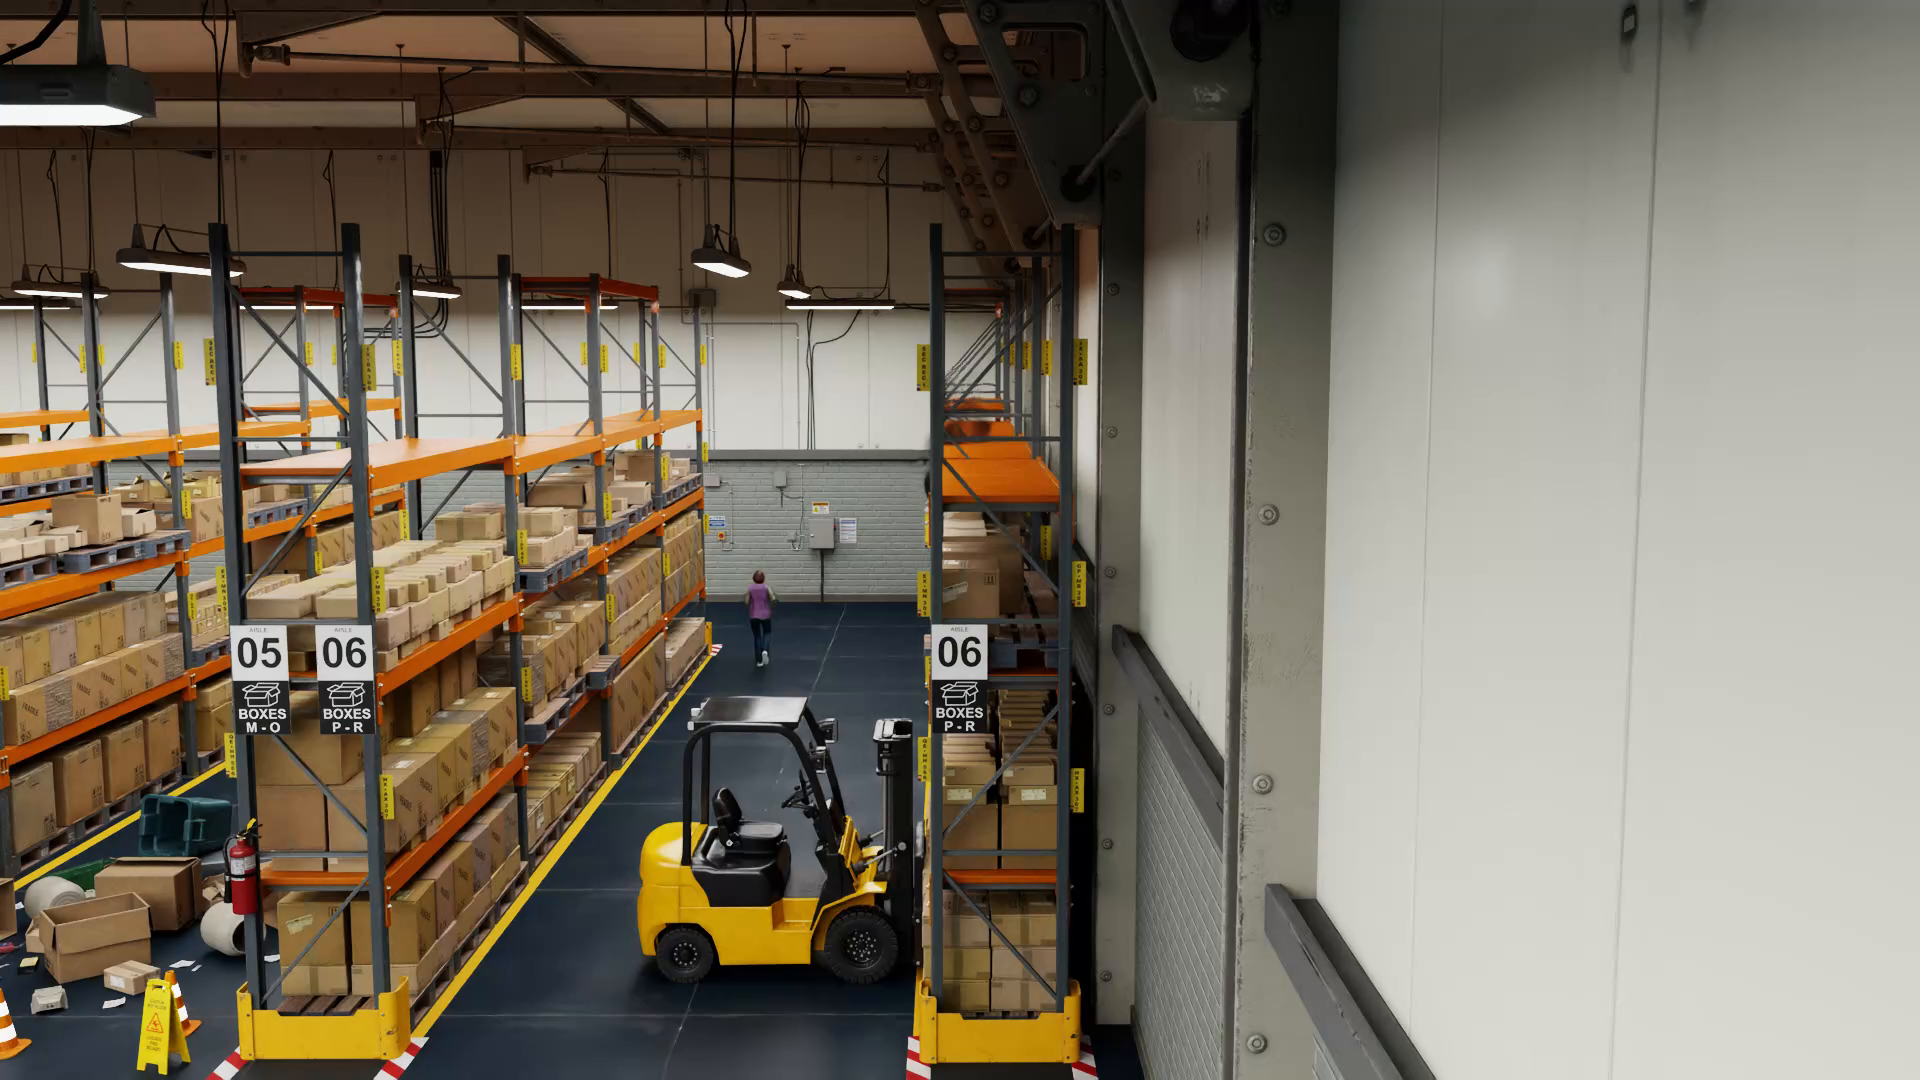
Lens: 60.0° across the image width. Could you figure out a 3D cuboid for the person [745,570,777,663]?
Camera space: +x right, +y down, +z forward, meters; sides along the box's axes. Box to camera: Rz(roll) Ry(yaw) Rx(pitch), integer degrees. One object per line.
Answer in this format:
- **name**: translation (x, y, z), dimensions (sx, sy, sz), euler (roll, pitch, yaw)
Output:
- **person**: translation (-3.214, 1.207, 26.892), dimensions (0.527, 1.481, 0.550), euler (0, 7, -4)
